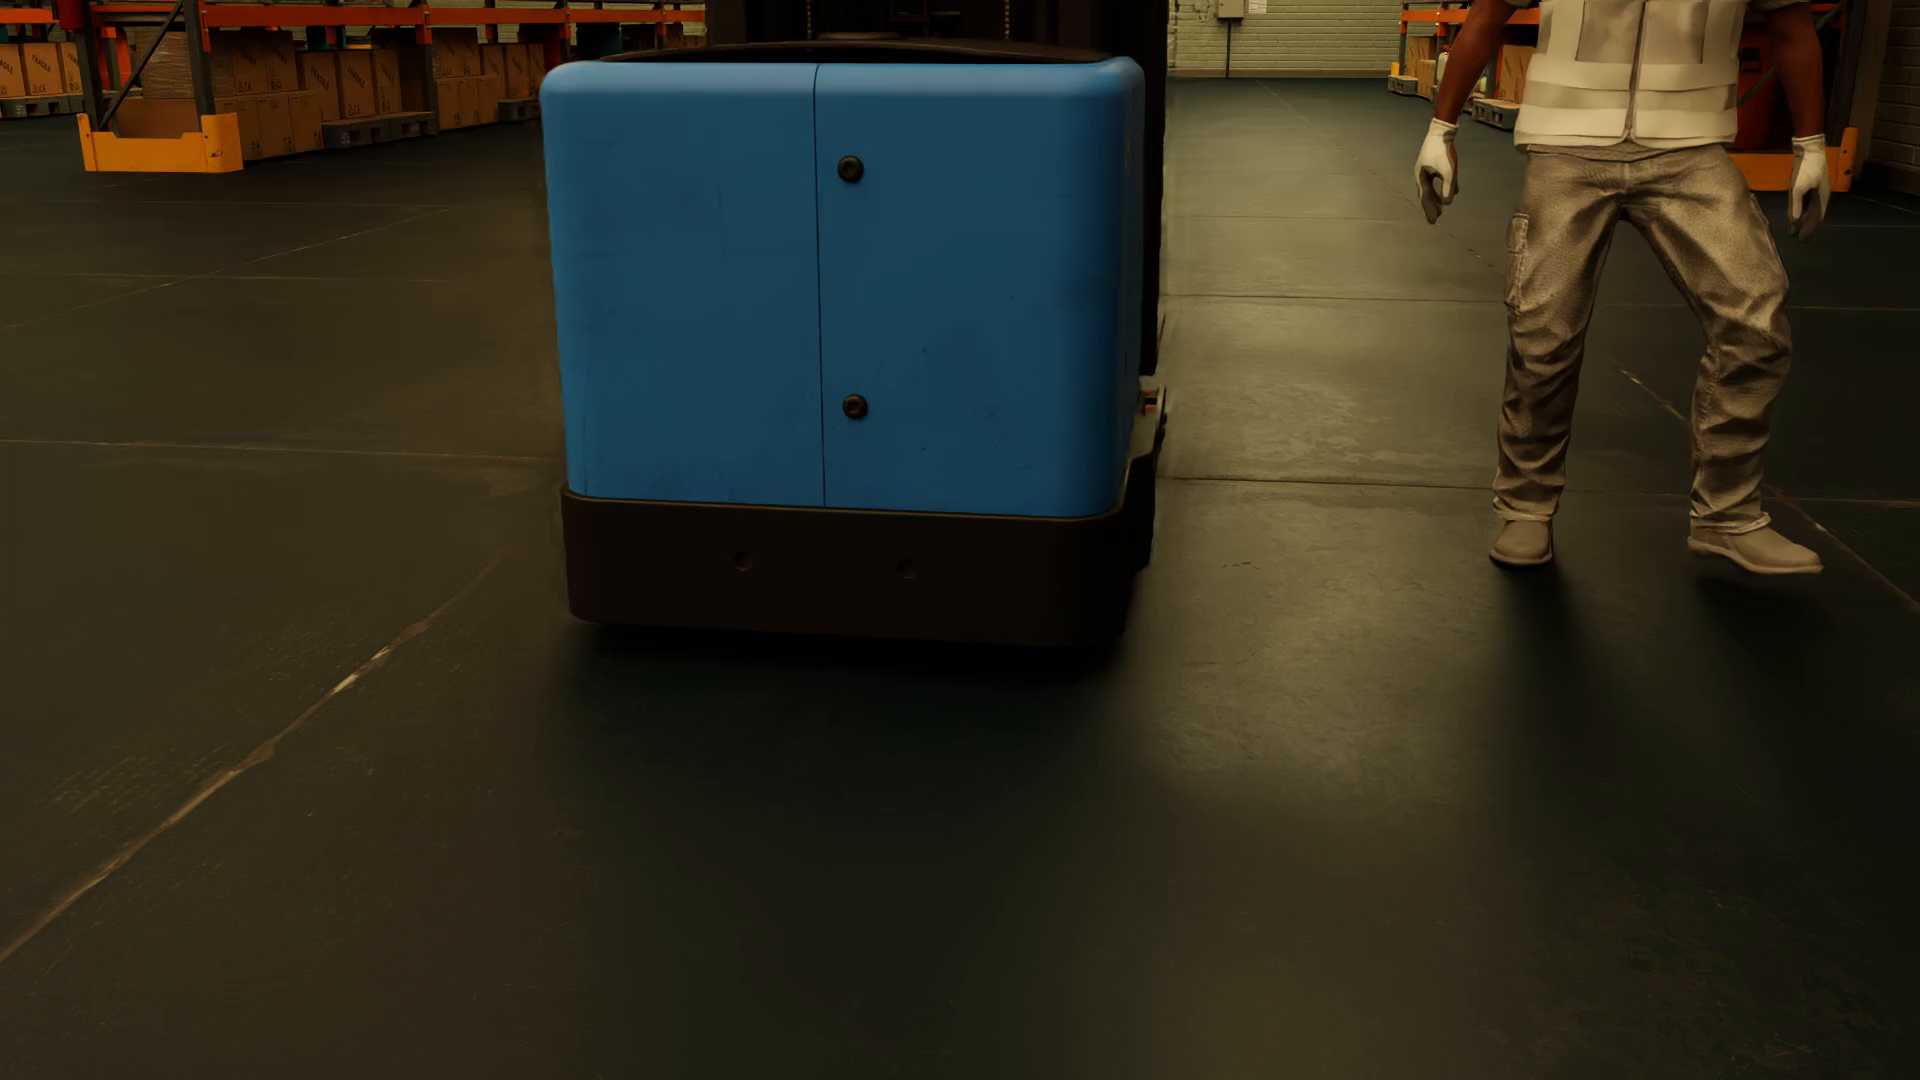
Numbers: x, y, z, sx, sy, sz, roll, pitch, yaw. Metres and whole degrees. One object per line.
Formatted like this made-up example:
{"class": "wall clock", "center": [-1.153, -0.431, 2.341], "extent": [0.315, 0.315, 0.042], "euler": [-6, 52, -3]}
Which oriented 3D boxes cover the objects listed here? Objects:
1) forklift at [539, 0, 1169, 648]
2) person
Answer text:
{"class": "forklift", "center": [-0.020, -1.604, 4.041], "extent": [1.130, 2.935, 3.031], "euler": [3, 18, 8]}
{"class": "person", "center": [1.377, -0.771, 3.383], "extent": [0.878, 1.743, 0.457], "euler": [5, 18, 15]}
